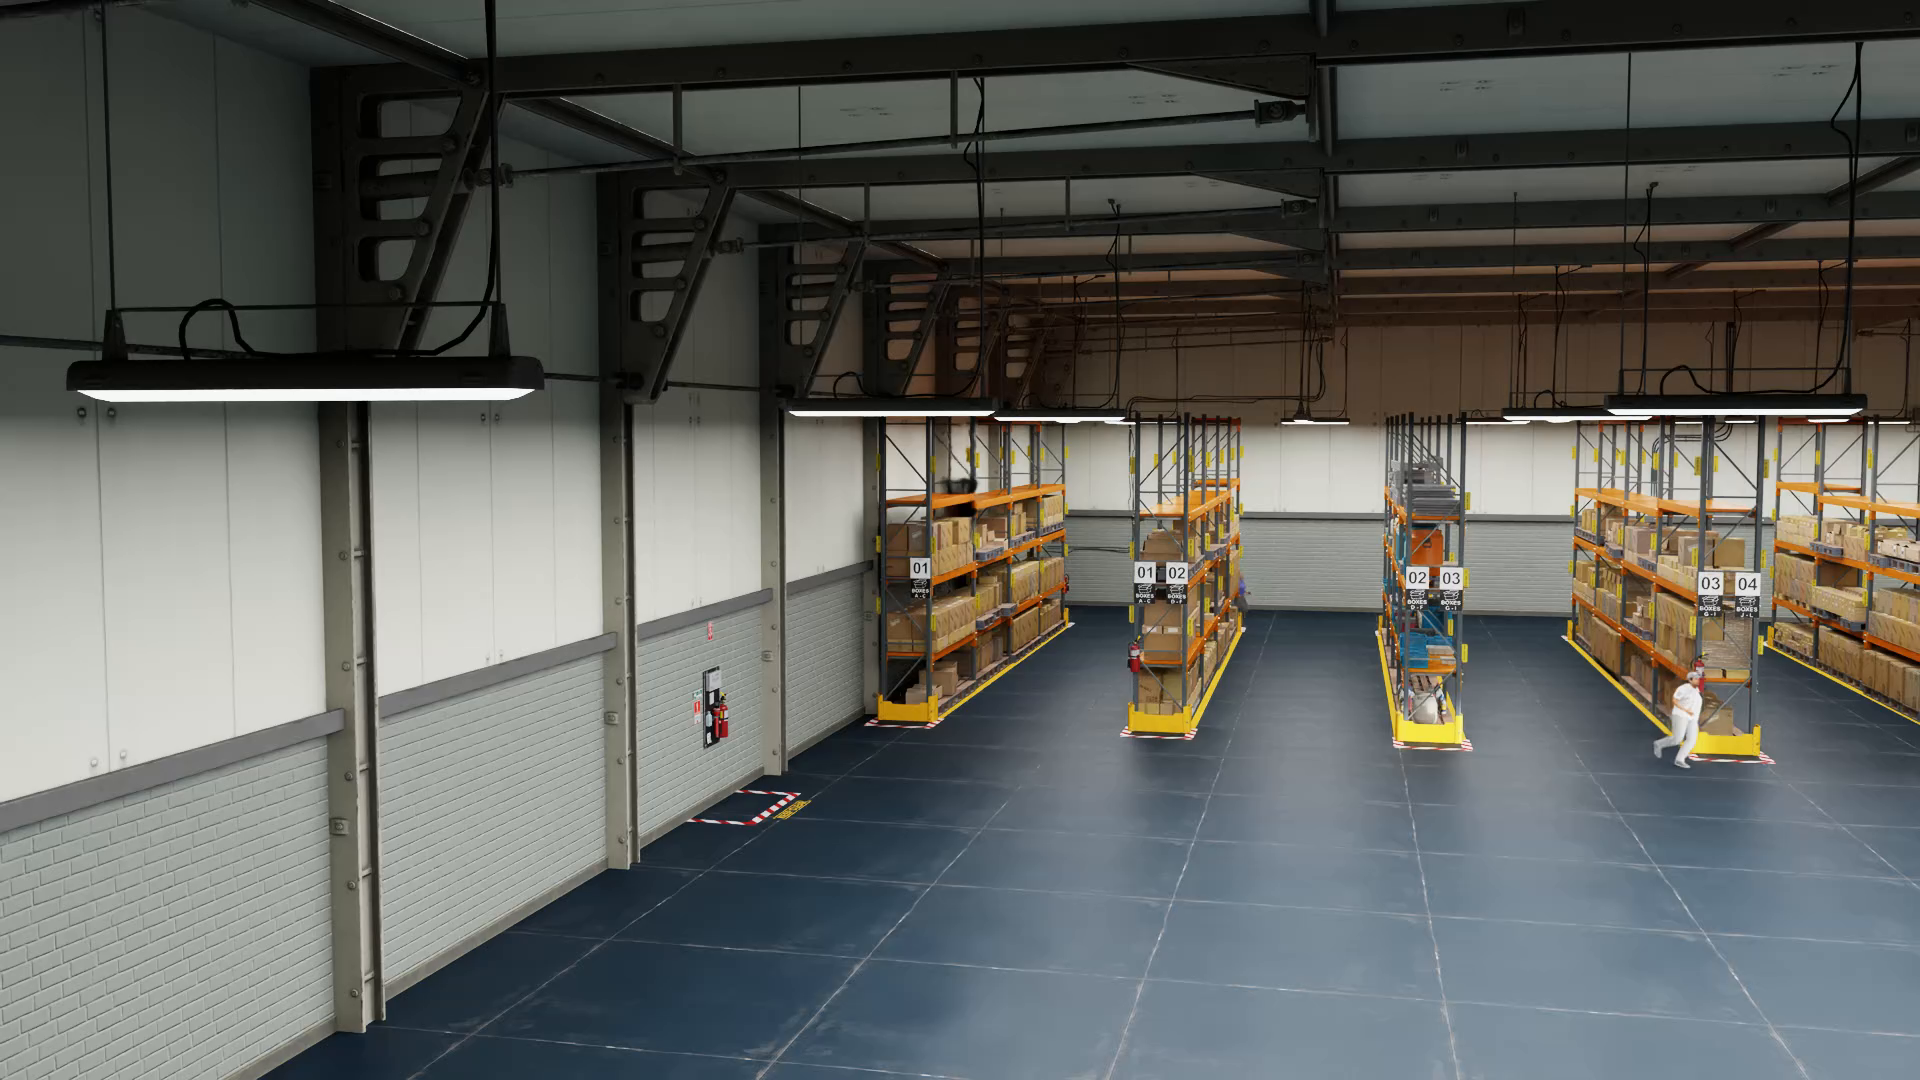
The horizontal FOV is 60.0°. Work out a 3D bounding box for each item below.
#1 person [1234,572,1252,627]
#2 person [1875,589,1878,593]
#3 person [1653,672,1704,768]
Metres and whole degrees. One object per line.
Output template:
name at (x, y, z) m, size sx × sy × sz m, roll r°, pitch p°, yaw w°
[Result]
person at (8.039, 1.711, 47.702) m, size 0.600 × 1.592 × 0.596 m, roll 2°, pitch 4°, yaw 31°
person at (23.074, 2.064, 41.722) m, size 0.620 × 1.699 × 0.818 m, roll 1°, pitch 4°, yaw 11°
person at (12.305, 3.026, 28.310) m, size 0.668 × 1.602 × 0.734 m, roll -2°, pitch 4°, yaw -25°
